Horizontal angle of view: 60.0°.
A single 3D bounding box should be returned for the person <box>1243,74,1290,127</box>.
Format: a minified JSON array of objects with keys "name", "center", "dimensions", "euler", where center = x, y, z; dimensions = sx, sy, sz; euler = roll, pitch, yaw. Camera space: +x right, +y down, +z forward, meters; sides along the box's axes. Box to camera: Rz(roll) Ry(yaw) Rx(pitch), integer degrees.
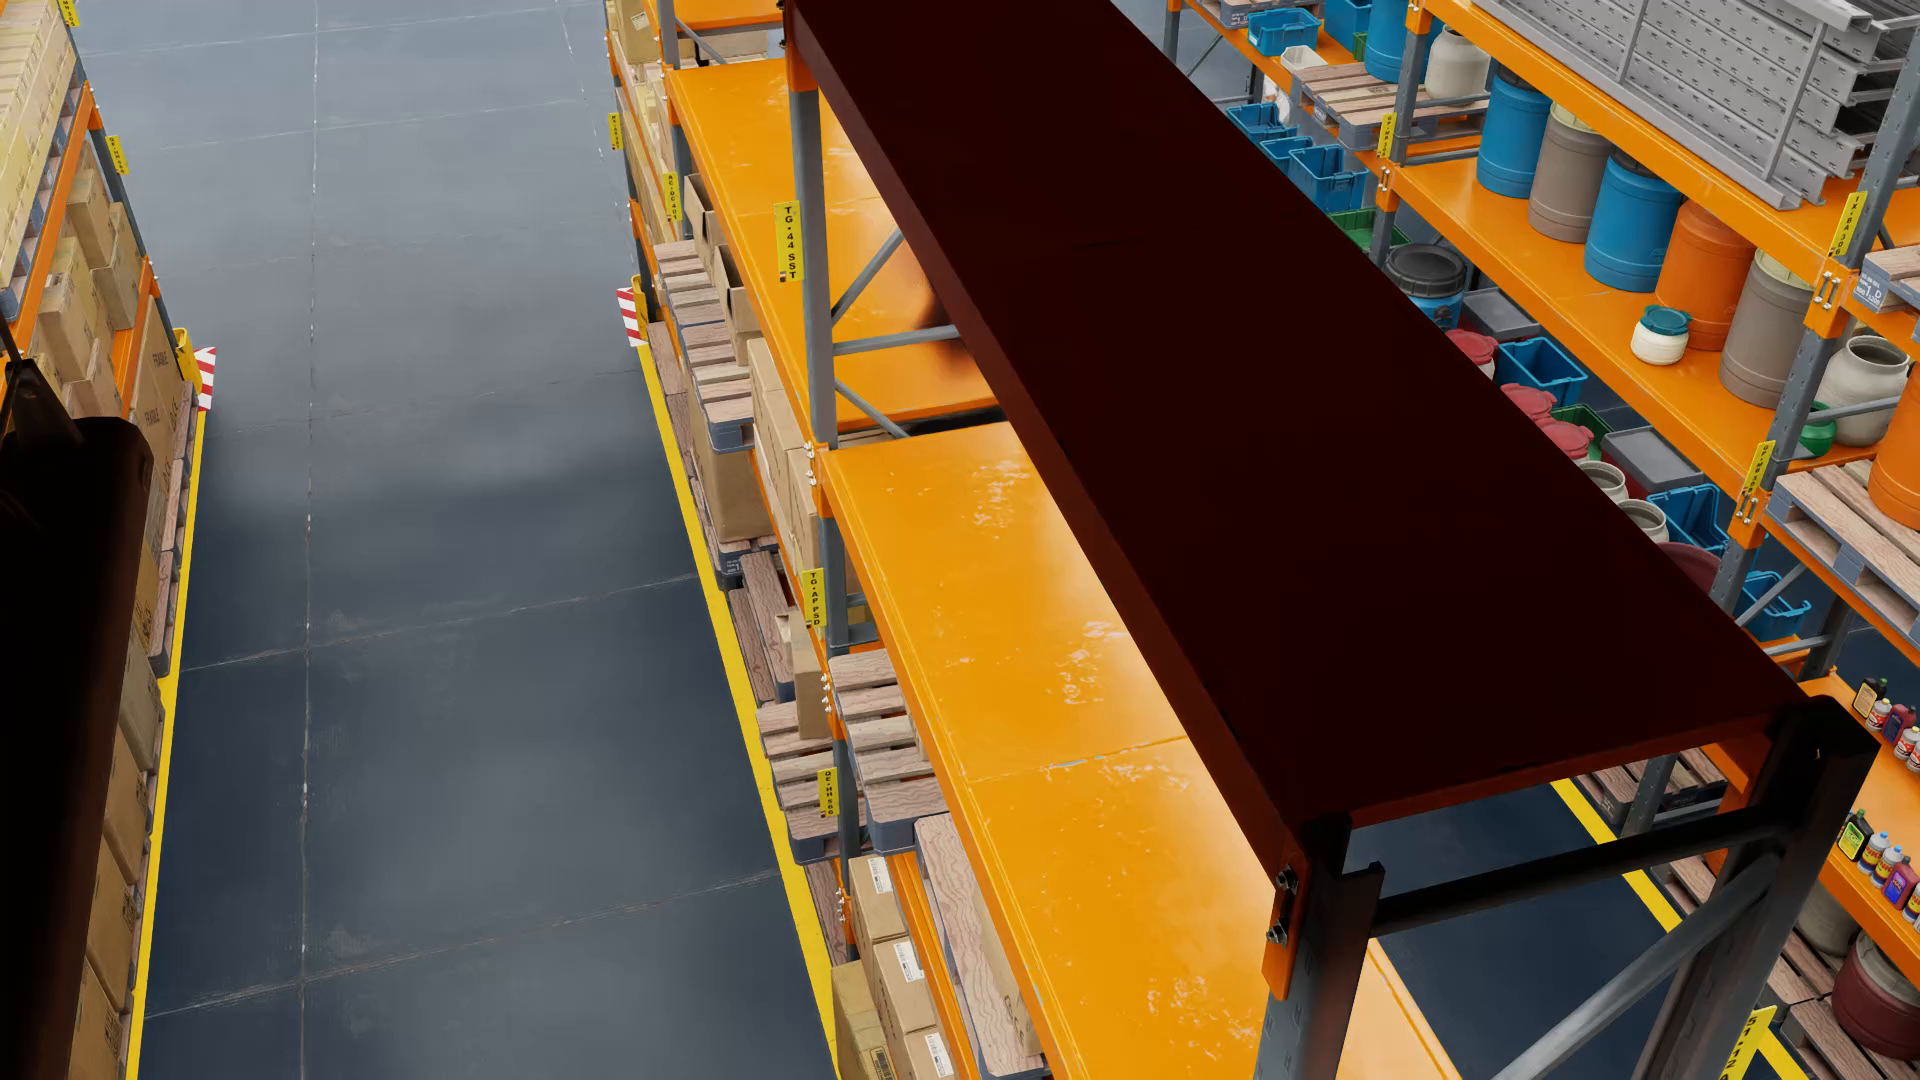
[{"name":"person","center":[3.179,-4.244,16.890],"dimensions":[0.822,1.649,0.608],"euler":[22,43,25]}]
